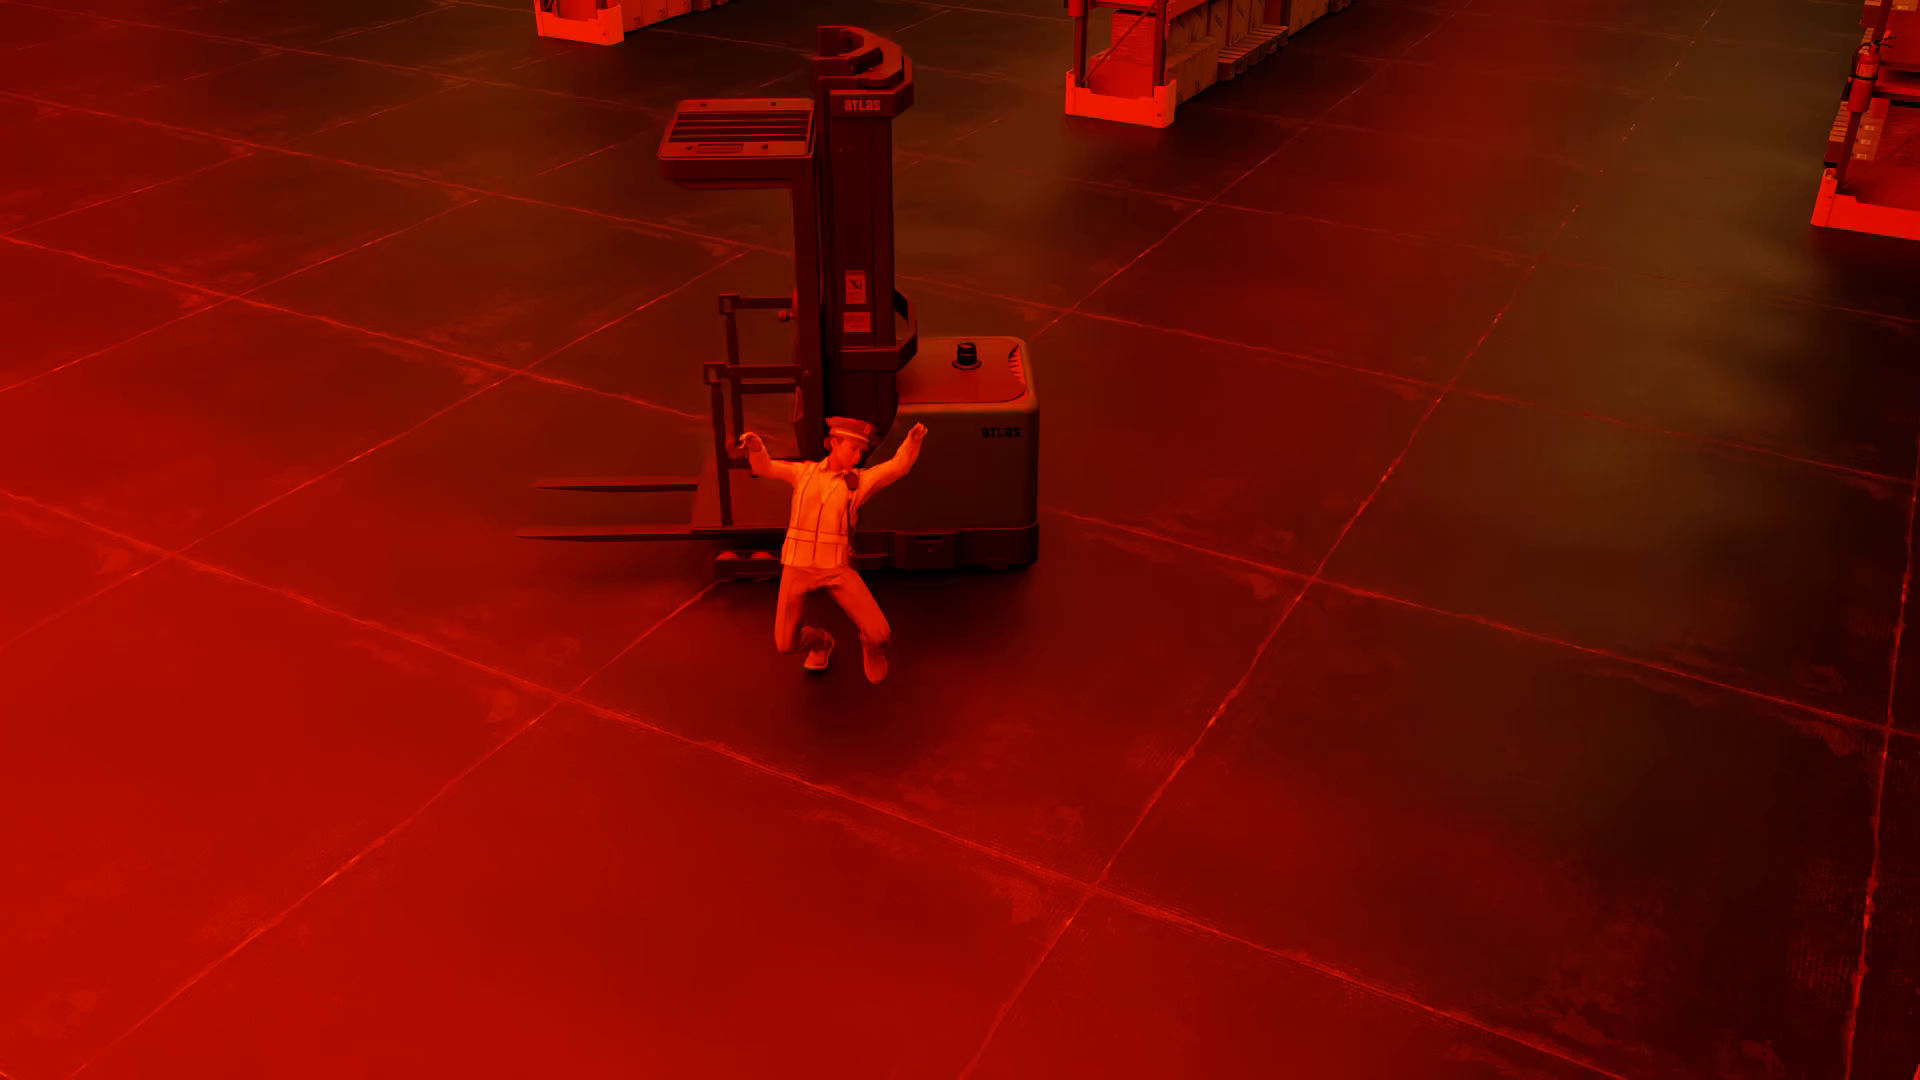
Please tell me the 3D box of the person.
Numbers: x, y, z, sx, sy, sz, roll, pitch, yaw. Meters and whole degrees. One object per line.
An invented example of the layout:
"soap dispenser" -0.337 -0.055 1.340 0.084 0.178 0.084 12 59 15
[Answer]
"person" -0.577 0.038 8.412 0.881 1.539 0.759 3 30 6

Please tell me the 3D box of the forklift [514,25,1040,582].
"forklift" -1.076 -1.299 9.322 3.031 2.935 1.130 -1 30 -2
